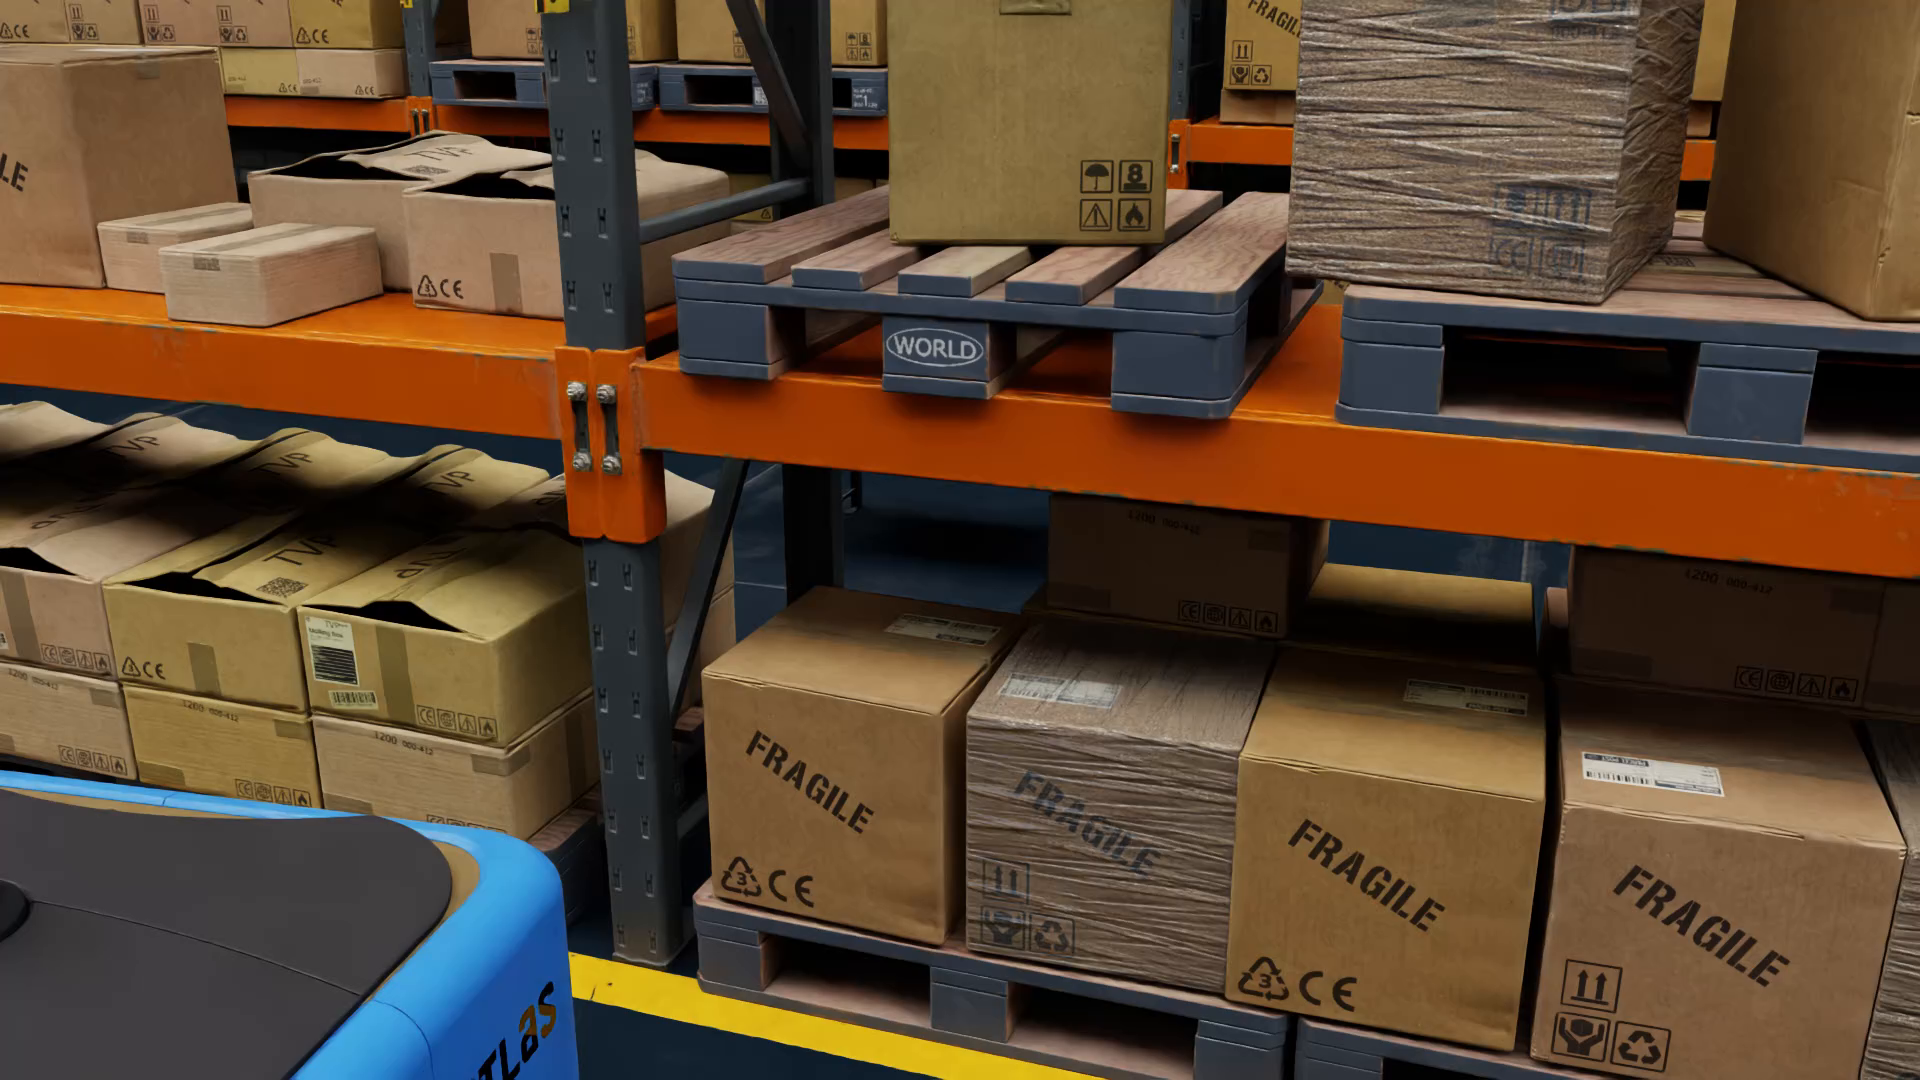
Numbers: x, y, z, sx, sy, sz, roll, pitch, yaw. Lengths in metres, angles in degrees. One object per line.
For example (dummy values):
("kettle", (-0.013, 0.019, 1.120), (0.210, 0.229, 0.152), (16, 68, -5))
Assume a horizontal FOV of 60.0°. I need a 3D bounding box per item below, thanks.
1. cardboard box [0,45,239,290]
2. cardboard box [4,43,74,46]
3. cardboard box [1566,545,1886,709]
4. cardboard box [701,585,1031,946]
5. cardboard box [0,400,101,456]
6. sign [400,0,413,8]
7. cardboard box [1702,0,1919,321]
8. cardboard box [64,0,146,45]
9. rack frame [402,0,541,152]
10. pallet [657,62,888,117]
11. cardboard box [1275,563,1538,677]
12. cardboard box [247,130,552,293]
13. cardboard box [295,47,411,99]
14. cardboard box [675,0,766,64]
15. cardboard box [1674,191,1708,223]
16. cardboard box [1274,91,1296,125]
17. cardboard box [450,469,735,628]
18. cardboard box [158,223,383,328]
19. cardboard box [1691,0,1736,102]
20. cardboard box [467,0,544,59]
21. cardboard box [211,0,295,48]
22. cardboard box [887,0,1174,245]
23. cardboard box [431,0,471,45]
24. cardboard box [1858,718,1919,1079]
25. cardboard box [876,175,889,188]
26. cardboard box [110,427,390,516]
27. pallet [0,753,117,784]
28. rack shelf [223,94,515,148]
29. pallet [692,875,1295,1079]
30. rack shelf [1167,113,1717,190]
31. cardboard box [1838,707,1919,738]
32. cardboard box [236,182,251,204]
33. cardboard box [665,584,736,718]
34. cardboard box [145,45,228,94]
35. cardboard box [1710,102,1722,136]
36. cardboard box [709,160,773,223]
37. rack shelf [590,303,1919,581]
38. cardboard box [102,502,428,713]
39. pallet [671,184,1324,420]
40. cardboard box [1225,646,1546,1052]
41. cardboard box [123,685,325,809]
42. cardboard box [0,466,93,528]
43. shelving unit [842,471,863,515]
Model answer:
("cardboard box", (-2.101, -0.897, 3.941), (0.500, 0.500, 0.500), (5, 20, 15))
("cardboard box", (-5.115, -2.757, 9.626), (0.500, 0.250, 0.500), (6, 20, 17))
("cardboard box", (1.472, 0.087, 3.260), (0.500, 0.250, 0.500), (6, 20, 17))
("cardboard box", (-0.175, 0.437, 3.395), (0.500, 0.500, 0.500), (7, 21, 20))
("cardboard box", (-2.849, -0.207, 4.800), (0.500, 0.311, 0.500), (6, 20, 18))
("sign", (-2.838, -2.886, 8.482), (0.005, 0.325, 0.100), (7, 20, 18))
("cardboard box", (1.578, -0.659, 2.619), (0.500, 0.500, 0.700), (1, 19, 4))
("cardboard box", (-4.653, -3.060, 9.356), (0.500, 0.500, 0.500), (7, 20, 20))
("rack frame", (-2.667, -2.646, 9.111), (0.127, 3.000, 1.000), (7, 20, 18))
("pallet", (-0.772, -2.325, 8.480), (1.213, 0.211, 1.003), (7, 20, 18))
("cardboard box", (0.938, 0.383, 3.550), (0.500, 0.500, 0.500), (6, 20, 16))
("cardboard box", (-1.292, -0.788, 3.917), (0.500, 0.311, 0.500), (6, 20, 17))
("cardboard box", (-3.214, -2.542, 9.009), (0.500, 0.250, 0.500), (7, 20, 18))
("cardboard box", (-1.040, -2.712, 8.478), (0.500, 0.500, 0.700), (10, 21, 26))
("cardboard box", (3.392, -1.090, 7.275), (0.750, 0.750, 0.750), (7, 20, 20))
("cardboard box", (1.581, -1.968, 7.515), (0.250, 0.149, 0.380), (7, 20, 19))
("cardboard box", (-0.909, 0.014, 4.167), (0.500, 0.311, 0.500), (7, 20, 20))
("cardboard box", (-1.451, -0.566, 3.526), (0.250, 0.149, 0.380), (7, 20, 18))
("cardboard box", (2.940, -2.112, 6.944), (0.500, 0.500, 0.500), (7, 20, 20))
("cardboard box", (-2.198, -2.836, 8.834), (0.500, 0.500, 0.700), (7, 20, 18))
("cardboard box", (-3.689, -2.946, 9.029), (0.500, 0.500, 0.500), (6, 20, 18))
("cardboard box", (0.121, -0.886, 3.272), (0.500, 0.500, 0.700), (0, 19, 0))
("cardboard box", (-3.043, -3.055, 9.341), (0.500, 0.500, 0.500), (6, 20, 17))
("cardboard box", (1.769, 0.656, 2.765), (0.500, 0.500, 0.500), (7, 20, 19))
("cardboard box", (-0.104, -1.738, 8.496), (0.500, 0.250, 0.500), (7, 20, 19))
("cardboard box", (-1.889, -0.096, 4.483), (0.500, 0.311, 0.500), (6, 20, 17))
("pallet", (-2.425, 0.410, 4.580), (1.213, 0.211, 1.003), (7, 20, 18))
("rack shelf", (-4.557, -2.523, 9.849), (4.000, 0.370, 1.077), (7, 20, 18))
("pallet", (0.182, 0.735, 3.646), (1.213, 0.211, 1.003), (7, 20, 18))
("rack shelf", (3.000, -1.659, 7.370), (4.000, 0.370, 1.077), (7, 20, 18))
("cardboard box", (1.913, 0.492, 3.236), (0.500, 0.500, 0.500), (7, 20, 19))
("cardboard box", (-4.607, -1.847, 9.946), (0.500, 0.500, 0.700), (5, 20, 15))
("cardboard box", (-0.909, 0.278, 4.260), (0.500, 0.250, 0.500), (6, 20, 18))
("cardboard box", (-4.162, -2.648, 9.313), (0.500, 0.250, 0.500), (6, 20, 18))
("cardboard box", (3.292, -1.772, 6.955), (0.250, 0.149, 0.380), (6, 20, 17))
("cardboard box", (-1.057, -1.852, 8.822), (0.500, 0.250, 0.500), (6, 20, 16))
("rack shelf", (1.378, -0.118, 2.951), (4.000, 0.370, 1.077), (7, 20, 18))
("cardboard box", (-1.580, 0.127, 3.841), (0.500, 0.311, 0.500), (6, 20, 17))
("pallet", (0.152, -0.532, 3.336), (1.003, 0.211, 1.213), (7, 20, 18))
("cardboard box", (0.794, 0.547, 3.078), (0.500, 0.500, 0.500), (6, 20, 17))
("cardboard box", (-1.576, 0.391, 3.937), (0.500, 0.250, 0.500), (6, 20, 17))
("cardboard box", (-2.528, 0.017, 4.157), (0.500, 0.311, 0.500), (7, 20, 20))
("shelving unit", (0.006, -0.530, 5.889), (1.048, 1.125, 0.538), (7, 20, 18))
